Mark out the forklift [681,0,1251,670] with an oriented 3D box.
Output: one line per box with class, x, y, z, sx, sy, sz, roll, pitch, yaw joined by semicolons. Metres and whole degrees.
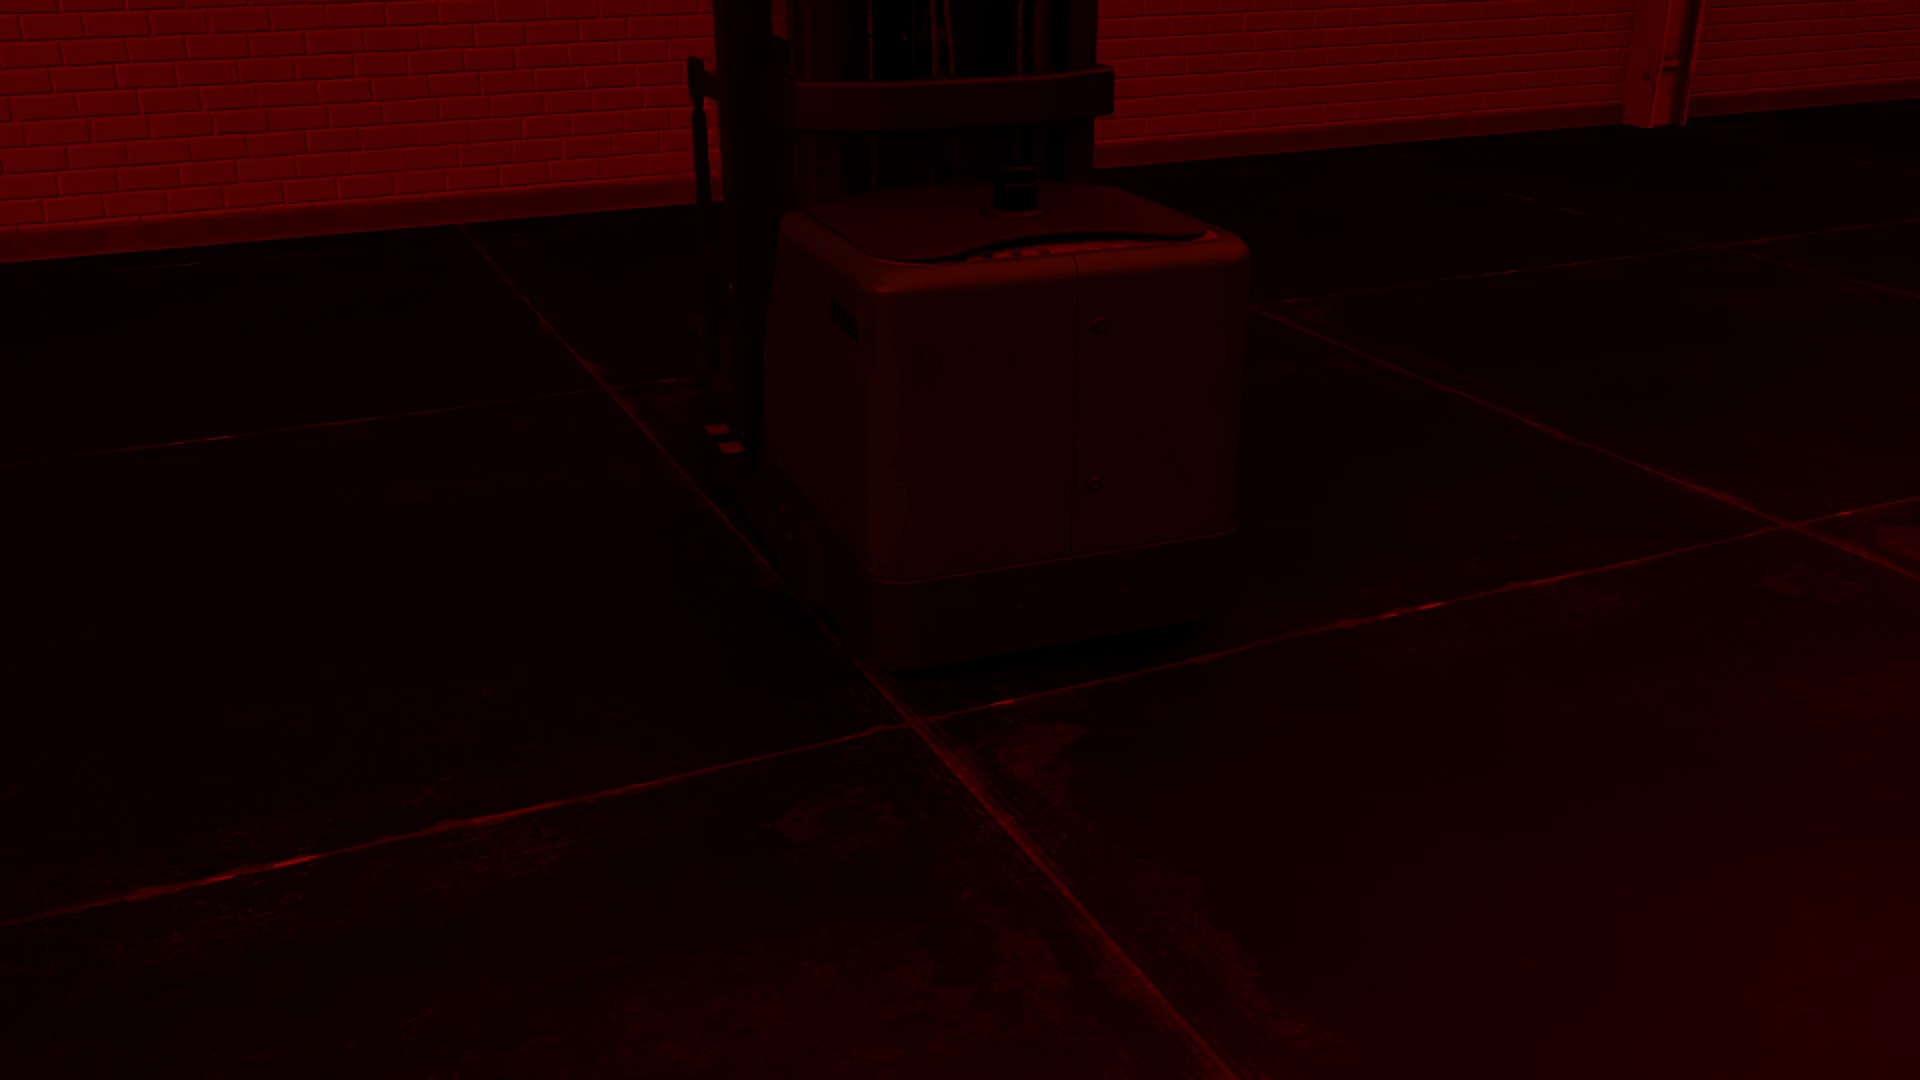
forklift;-0.263;-1.564;5.052;1.130;2.935;3.031;-8;24;-19
